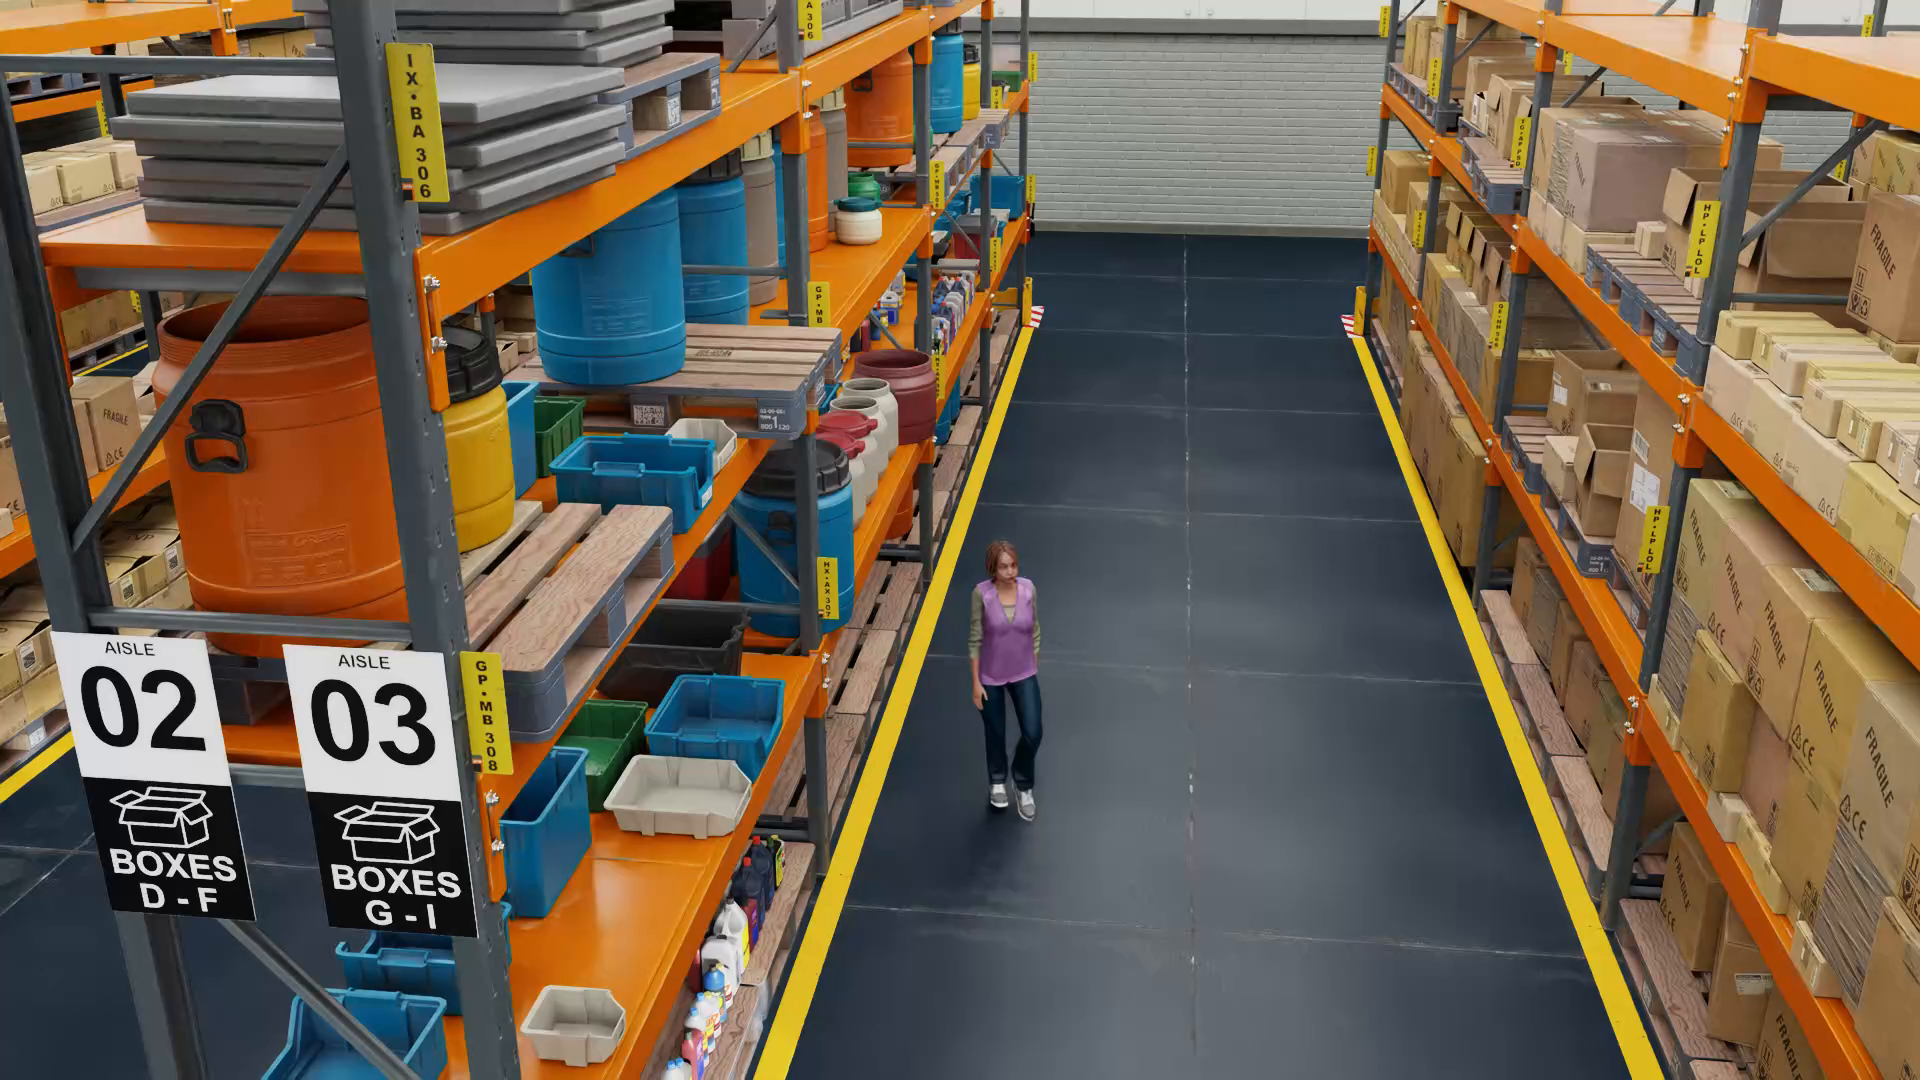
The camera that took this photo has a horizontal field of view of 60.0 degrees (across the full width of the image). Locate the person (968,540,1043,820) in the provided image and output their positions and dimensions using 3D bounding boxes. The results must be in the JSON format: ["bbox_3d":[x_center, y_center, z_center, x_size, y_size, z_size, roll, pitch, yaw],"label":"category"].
[{"bbox_3d":[0.247,0.774,9.116,0.419,1.628,0.450,-3,22,-7],"label":"person"}]
